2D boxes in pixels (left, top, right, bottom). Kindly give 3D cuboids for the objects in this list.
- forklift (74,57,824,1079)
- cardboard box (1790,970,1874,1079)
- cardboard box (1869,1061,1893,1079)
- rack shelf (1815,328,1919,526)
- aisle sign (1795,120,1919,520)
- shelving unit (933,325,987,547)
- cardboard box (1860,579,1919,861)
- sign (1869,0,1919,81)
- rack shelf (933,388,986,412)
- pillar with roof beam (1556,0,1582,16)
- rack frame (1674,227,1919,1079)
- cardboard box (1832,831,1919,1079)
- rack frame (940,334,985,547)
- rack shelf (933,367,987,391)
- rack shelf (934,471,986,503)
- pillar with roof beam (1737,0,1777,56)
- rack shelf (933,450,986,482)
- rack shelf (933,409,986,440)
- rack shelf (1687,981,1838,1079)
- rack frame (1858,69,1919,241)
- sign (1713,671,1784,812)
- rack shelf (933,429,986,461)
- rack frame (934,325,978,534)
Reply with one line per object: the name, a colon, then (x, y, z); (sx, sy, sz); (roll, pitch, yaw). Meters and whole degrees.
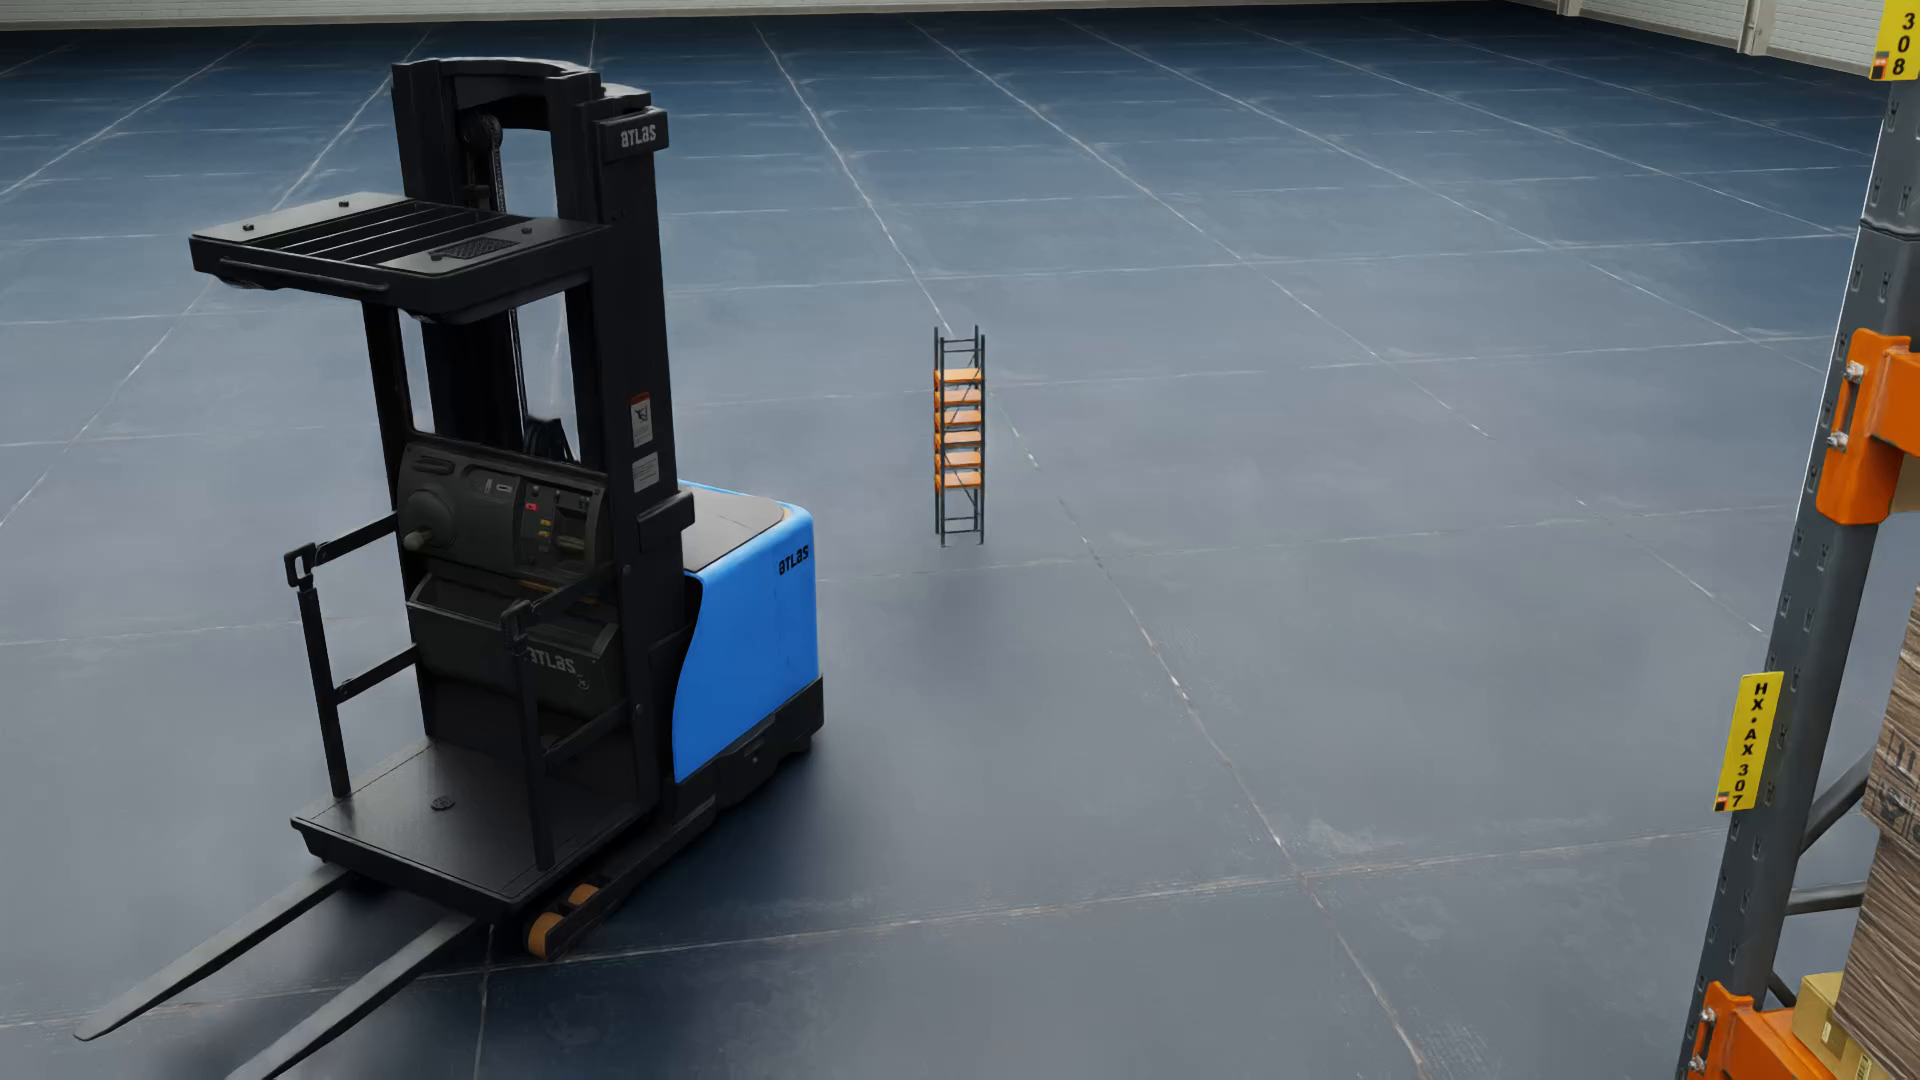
forklift: (-1.740, -0.068, 5.744); (1.130, 2.935, 3.031); (12, 26, 26)
cardboard box: (1.992, 1.023, 3.474); (0.380, 0.149, 0.250); (-4, 24, -10)
cardboard box: (2.020, 1.123, 3.246); (0.380, 0.149, 0.250); (-4, 24, -10)
rack shelf: (2.544, 0.520, 1.464); (1.077, 0.370, 4.000); (-4, 24, -10)
aisle sign: (1.868, -0.416, 3.206); (0.394, 0.787, 0.004); (-4, 24, -10)
shelving unit: (-0.003, -0.556, 9.023); (0.258, 1.200, 0.189); (-4, 24, -10)
cardboard box: (2.008, 0.374, 2.900); (0.500, 0.500, 0.500); (-4, 24, -10)
sign: (1.641, -0.957, 2.854); (0.100, 0.325, 0.005); (-4, 24, -10)
rack shelf: (-0.003, -0.735, 8.945); (0.258, 0.103, 0.180); (-4, 24, -10)
pillar with roof beam: (7.979, -14.341, 30.843); (9.100, 9.000, 0.400); (-4, 24, -10)
rack frame: (2.174, 0.778, 3.721); (1.000, 3.000, 0.127); (-4, 24, -10)
cardboard box: (2.249, 0.814, 3.142); (0.875, 0.500, 0.500); (-4, 24, -10)
rack frame: (0.014, -0.520, 8.940); (0.240, 1.200, 0.006); (-4, 24, -10)
rack shelf: (-0.003, -0.845, 8.897); (0.258, 0.103, 0.180); (-4, 24, -10)
rack shelf: (-0.003, -0.295, 9.137); (0.258, 0.103, 0.180); (-4, 24, -10)
pillar with roof beam: (9.089, -11.981, 25.440); (9.100, 9.000, 0.400); (-4, 24, -10)
rack shelf: (-0.003, -0.405, 9.089); (0.258, 0.103, 0.180); (-4, 24, -10)
rack shelf: (-0.003, -0.625, 8.993); (0.258, 0.103, 0.180); (-4, 24, -10)
rack shelf: (2.544, 1.894, 2.064); (1.077, 0.370, 4.000); (-4, 24, -10)
rack frame: (2.174, -1.971, 2.520); (1.000, 3.000, 0.127); (-4, 24, -10)
sign: (1.641, 0.421, 3.456); (0.100, 0.325, 0.005); (-4, 24, -10)
rack shelf: (-0.003, -0.515, 9.041); (0.258, 0.103, 0.180); (-4, 24, -10)
rack frame: (-0.020, -0.592, 9.105); (0.240, 1.200, 0.006); (-4, 24, -10)
